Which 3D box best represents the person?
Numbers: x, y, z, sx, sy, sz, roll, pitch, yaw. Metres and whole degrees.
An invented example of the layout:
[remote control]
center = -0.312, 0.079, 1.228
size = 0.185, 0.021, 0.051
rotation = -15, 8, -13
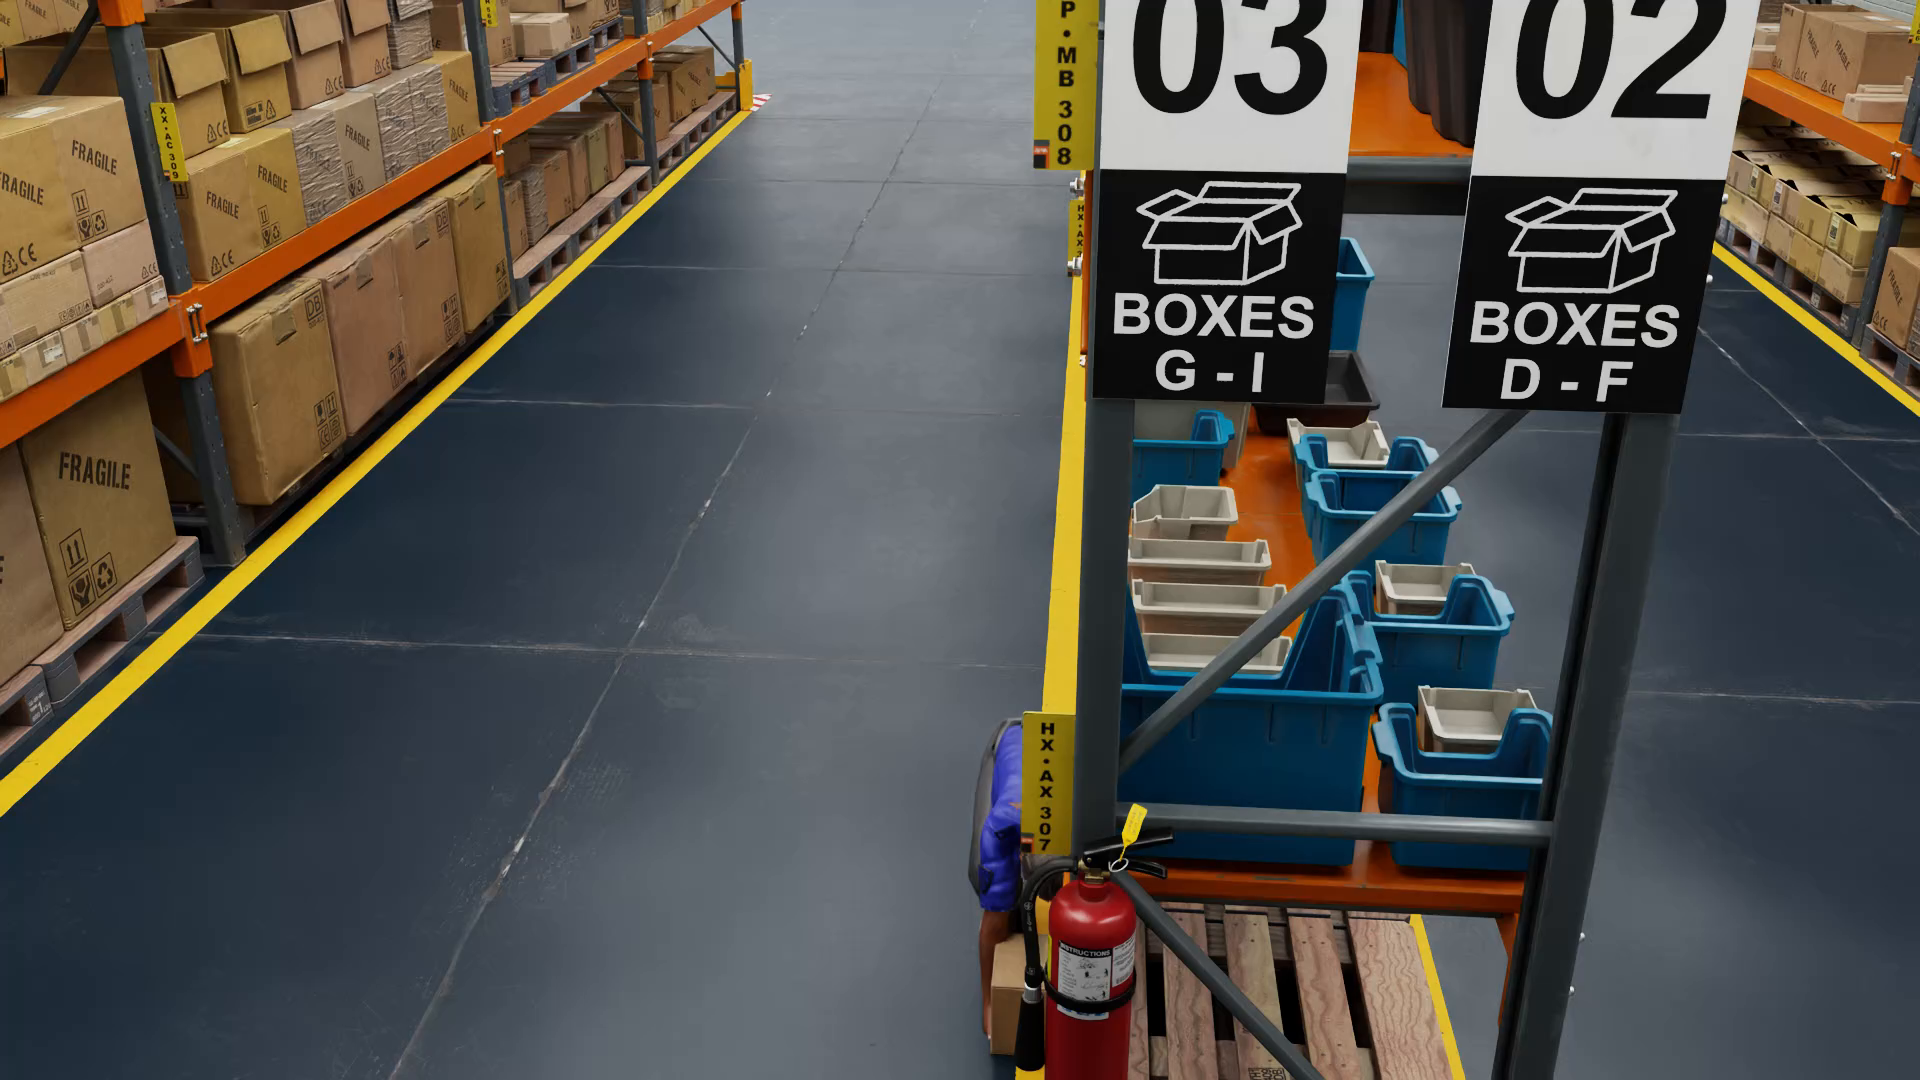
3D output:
[person]
center = 0.257, 0.987, 5.090
size = 0.465, 0.766, 0.873
rotation = 1, 25, 2
